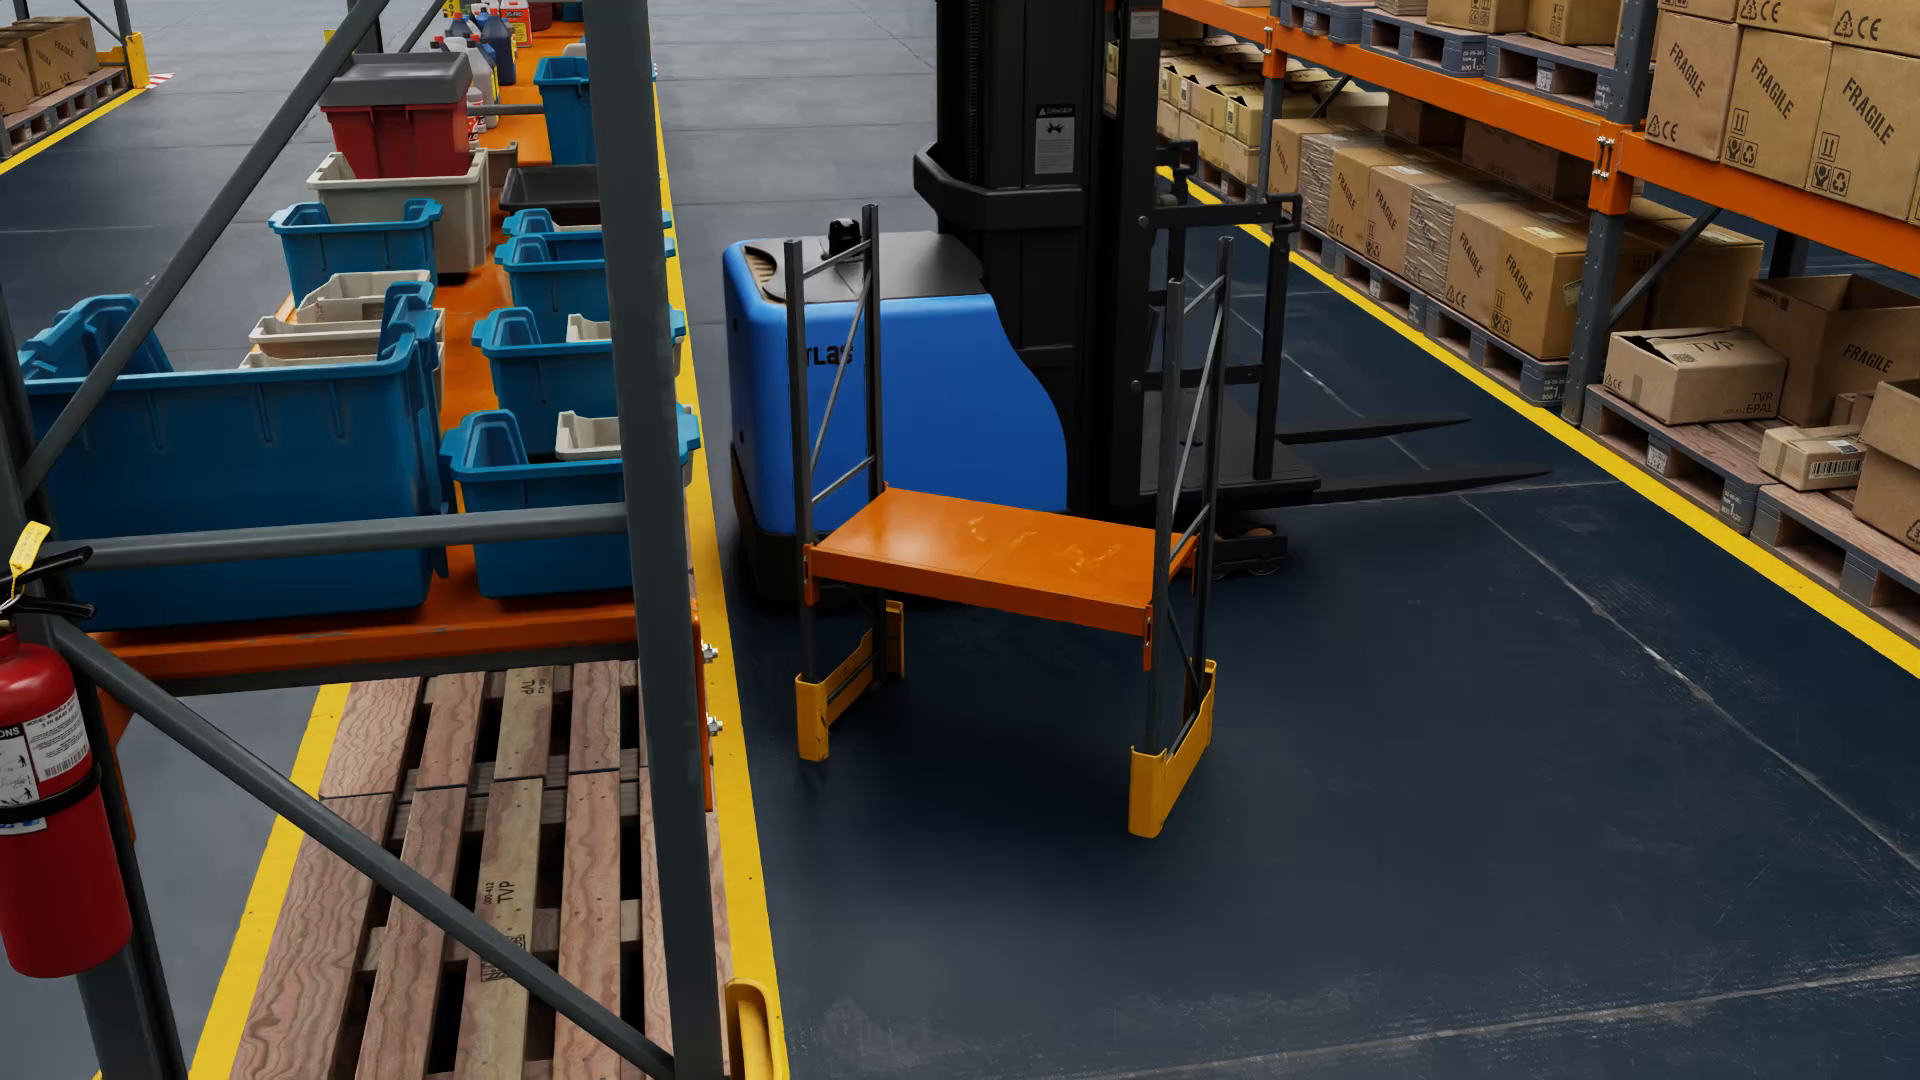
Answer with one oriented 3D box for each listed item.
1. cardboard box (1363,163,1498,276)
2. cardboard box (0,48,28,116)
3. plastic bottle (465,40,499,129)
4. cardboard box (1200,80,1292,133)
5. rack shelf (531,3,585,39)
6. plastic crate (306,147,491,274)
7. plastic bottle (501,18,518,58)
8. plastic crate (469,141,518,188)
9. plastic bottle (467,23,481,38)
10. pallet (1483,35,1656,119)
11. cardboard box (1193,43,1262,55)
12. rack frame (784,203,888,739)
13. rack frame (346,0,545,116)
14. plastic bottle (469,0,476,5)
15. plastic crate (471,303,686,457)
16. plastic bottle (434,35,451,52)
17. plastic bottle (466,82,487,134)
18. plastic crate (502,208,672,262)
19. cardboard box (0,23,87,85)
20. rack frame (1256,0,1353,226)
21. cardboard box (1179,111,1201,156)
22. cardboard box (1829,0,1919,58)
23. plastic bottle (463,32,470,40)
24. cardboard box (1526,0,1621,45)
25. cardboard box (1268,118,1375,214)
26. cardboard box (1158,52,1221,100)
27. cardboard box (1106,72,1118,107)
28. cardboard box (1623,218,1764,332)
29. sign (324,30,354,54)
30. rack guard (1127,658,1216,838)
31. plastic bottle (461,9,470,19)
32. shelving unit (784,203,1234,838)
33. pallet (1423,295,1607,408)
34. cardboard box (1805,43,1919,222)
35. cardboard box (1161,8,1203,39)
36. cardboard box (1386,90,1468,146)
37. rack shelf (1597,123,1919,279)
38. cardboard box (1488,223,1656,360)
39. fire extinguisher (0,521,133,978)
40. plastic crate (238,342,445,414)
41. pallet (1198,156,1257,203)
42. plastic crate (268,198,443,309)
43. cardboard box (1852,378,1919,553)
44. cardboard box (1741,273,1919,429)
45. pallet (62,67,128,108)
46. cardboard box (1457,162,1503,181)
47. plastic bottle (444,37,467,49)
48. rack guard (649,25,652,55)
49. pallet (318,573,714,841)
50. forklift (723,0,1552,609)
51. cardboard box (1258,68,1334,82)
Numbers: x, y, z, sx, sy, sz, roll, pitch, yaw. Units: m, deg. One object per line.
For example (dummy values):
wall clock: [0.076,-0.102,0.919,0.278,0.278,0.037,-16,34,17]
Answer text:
cardboard box: [2.565,-1.757,9.098,0.500,0.500,0.500,-5,24,-12]
cardboard box: [-8.154,-3.782,13.761,0.500,0.500,0.500,3,24,7]
plastic bottle: [-2.009,-1.896,6.904,0.144,0.351,0.185,-4,24,-10]
cardboard box: [2.028,-3.090,11.787,0.500,0.311,0.500,-5,24,-11]
rack shelf: [-2.769,-3.601,11.645,1.077,0.370,4.000,-4,24,-10]
plastic crate: [-1.558,-0.929,4.703,0.437,0.282,0.530,-4,24,-10]
plastic bottle: [-2.432,-2.693,8.916,0.097,0.201,0.097,0,24,0]
plastic crate: [-1.714,-1.283,5.695,0.396,0.136,0.243,-4,24,-10]
plastic bottle: [-2.380,-2.347,8.031,0.152,0.276,0.135,-4,24,-10]
pallet: [3.169,-2.170,7.710,1.003,0.211,1.213,-4,24,-10]
cardboard box: [2.189,-3.929,13.709,0.500,0.311,0.500,-4,24,-8]
rack frame: [-0.340,-0.163,4.750,0.032,1.500,0.500,10,25,21]
rack frame: [-1.659,-1.570,6.097,1.000,3.000,0.127,-4,24,-10]
plastic bottle: [-2.621,-2.763,8.975,0.061,0.283,0.133,-4,24,-10]
plastic crate: [-0.763,-0.328,3.388,0.416,0.233,0.300,-4,24,-10]
plastic bottle: [-2.185,-1.958,7.046,0.144,0.351,0.185,-4,24,-10]
plastic bottle: [-1.998,-1.771,6.804,0.097,0.201,0.097,0,24,0]
plastic crate: [-0.941,-0.705,4.251,0.416,0.233,0.300,-4,24,-10]
cardboard box: [-8.502,-4.491,15.384,0.500,0.500,0.500,2,24,4]
rack frame: [2.470,-3.509,10.536,1.000,3.000,0.127,-4,24,-10]
cardboard box: [1.944,-3.030,12.352,0.500,0.250,0.500,-4,24,-9]
cardboard box: [3.210,-1.828,5.314,0.500,0.500,0.500,-5,24,-11]
plastic bottle: [-2.292,-2.229,7.767,0.097,0.271,0.097,0,24,0]
cardboard box: [3.152,-2.642,7.903,0.700,0.500,0.500,-1,24,-1]
cardboard box: [2.273,-2.365,10.490,0.500,0.500,0.500,-3,24,-7]
cardboard box: [1.746,-3.690,13.160,0.500,0.311,0.500,-5,24,-11]
cardboard box: [1.561,-3.837,14.199,0.500,0.250,0.500,-5,24,-11]
cardboard box: [3.359,-1.200,7.823,0.500,0.500,0.500,-5,24,-12]
sign: [-2.200,-1.657,5.951,0.100,0.325,0.005,-4,24,-10]
rack guard: [0.595,0.568,4.637,0.087,0.250,0.587,10,25,21]
plastic bottle: [-2.528,-2.567,8.526,0.061,0.283,0.133,-4,24,-10]
shelving unit: [0.137,-0.082,4.565,1.083,1.500,0.587,10,25,21]
pallet: [3.022,-0.975,8.218,1.003,0.211,1.213,-4,24,-10]
cardboard box: [3.224,-1.362,5.497,0.500,0.500,0.500,-4,24,-10]
cardboard box: [1.952,-4.564,14.925,0.500,0.500,0.500,-4,24,-10]
cardboard box: [2.888,-2.536,9.946,0.500,0.250,0.500,-3,24,-8]
rack shelf: [3.579,-0.819,5.276,1.077,0.370,4.000,-4,24,-10]
cardboard box: [2.837,-1.164,7.742,0.500,0.500,0.500,-4,24,-10]
fire extinguisher: [-1.338,0.302,2.372,0.296,0.674,0.183,-4,24,-10]
plastic crate: [-1.288,-0.326,3.503,0.396,0.136,0.243,-4,24,-10]
pallet: [2.356,-2.557,11.842,1.003,0.211,1.213,-4,24,-10]
plastic crate: [-1.551,-0.736,4.323,0.416,0.233,0.300,-4,24,-10]
cardboard box: [3.562,-0.254,5.654,0.797,0.503,0.637,-4,24,-10]
cardboard box: [3.594,-0.788,6.881,0.500,0.500,0.500,-4,24,-10]
pallet: [-8.616,-4.294,15.817,1.003,0.211,1.213,-4,24,-10]
cardboard box: [3.072,-1.805,9.208,0.500,0.500,0.500,-5,24,-12]
plastic bottle: [-2.278,-2.131,7.536,0.152,0.276,0.135,-4,24,-10]
rack guard: [-3.818,-5.118,17.345,1.175,0.500,0.348,-4,24,-10]
pallet: [-1.256,0.475,4.899,1.003,0.211,1.213,-4,24,-10]
forklift: [0.696,-1.400,5.793,3.031,2.935,1.130,-5,24,-12]
cardboard box: [2.464,-3.333,12.343,0.500,0.311,0.500,-5,24,-11]
